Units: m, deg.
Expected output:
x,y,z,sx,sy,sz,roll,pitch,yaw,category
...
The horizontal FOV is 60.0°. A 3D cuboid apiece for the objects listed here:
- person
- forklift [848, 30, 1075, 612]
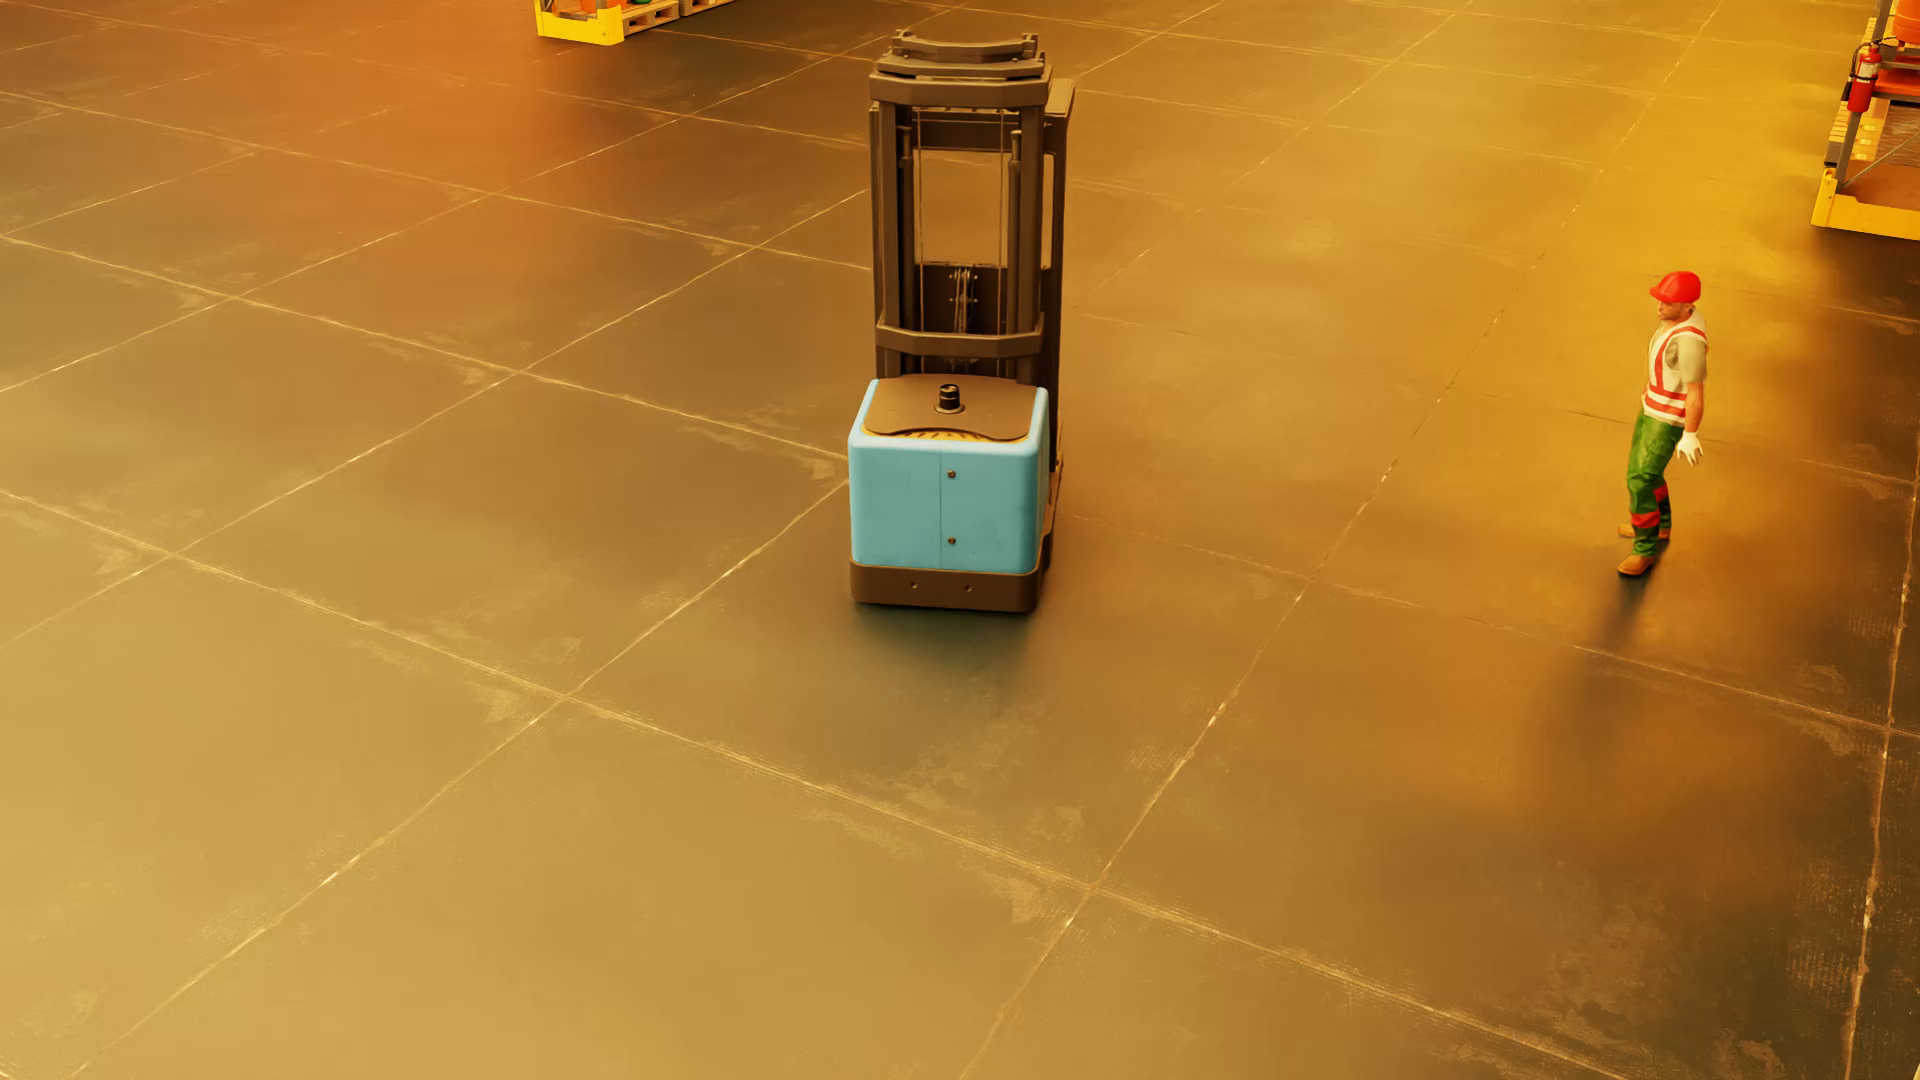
x,y,z,sx,sy,sz,roll,pitch,yaw,category
4.030,-0.728,9.539,0.455,1.747,0.880,7,31,12,person
0.075,-1.584,9.815,1.130,2.935,3.031,3,30,6,forklift
